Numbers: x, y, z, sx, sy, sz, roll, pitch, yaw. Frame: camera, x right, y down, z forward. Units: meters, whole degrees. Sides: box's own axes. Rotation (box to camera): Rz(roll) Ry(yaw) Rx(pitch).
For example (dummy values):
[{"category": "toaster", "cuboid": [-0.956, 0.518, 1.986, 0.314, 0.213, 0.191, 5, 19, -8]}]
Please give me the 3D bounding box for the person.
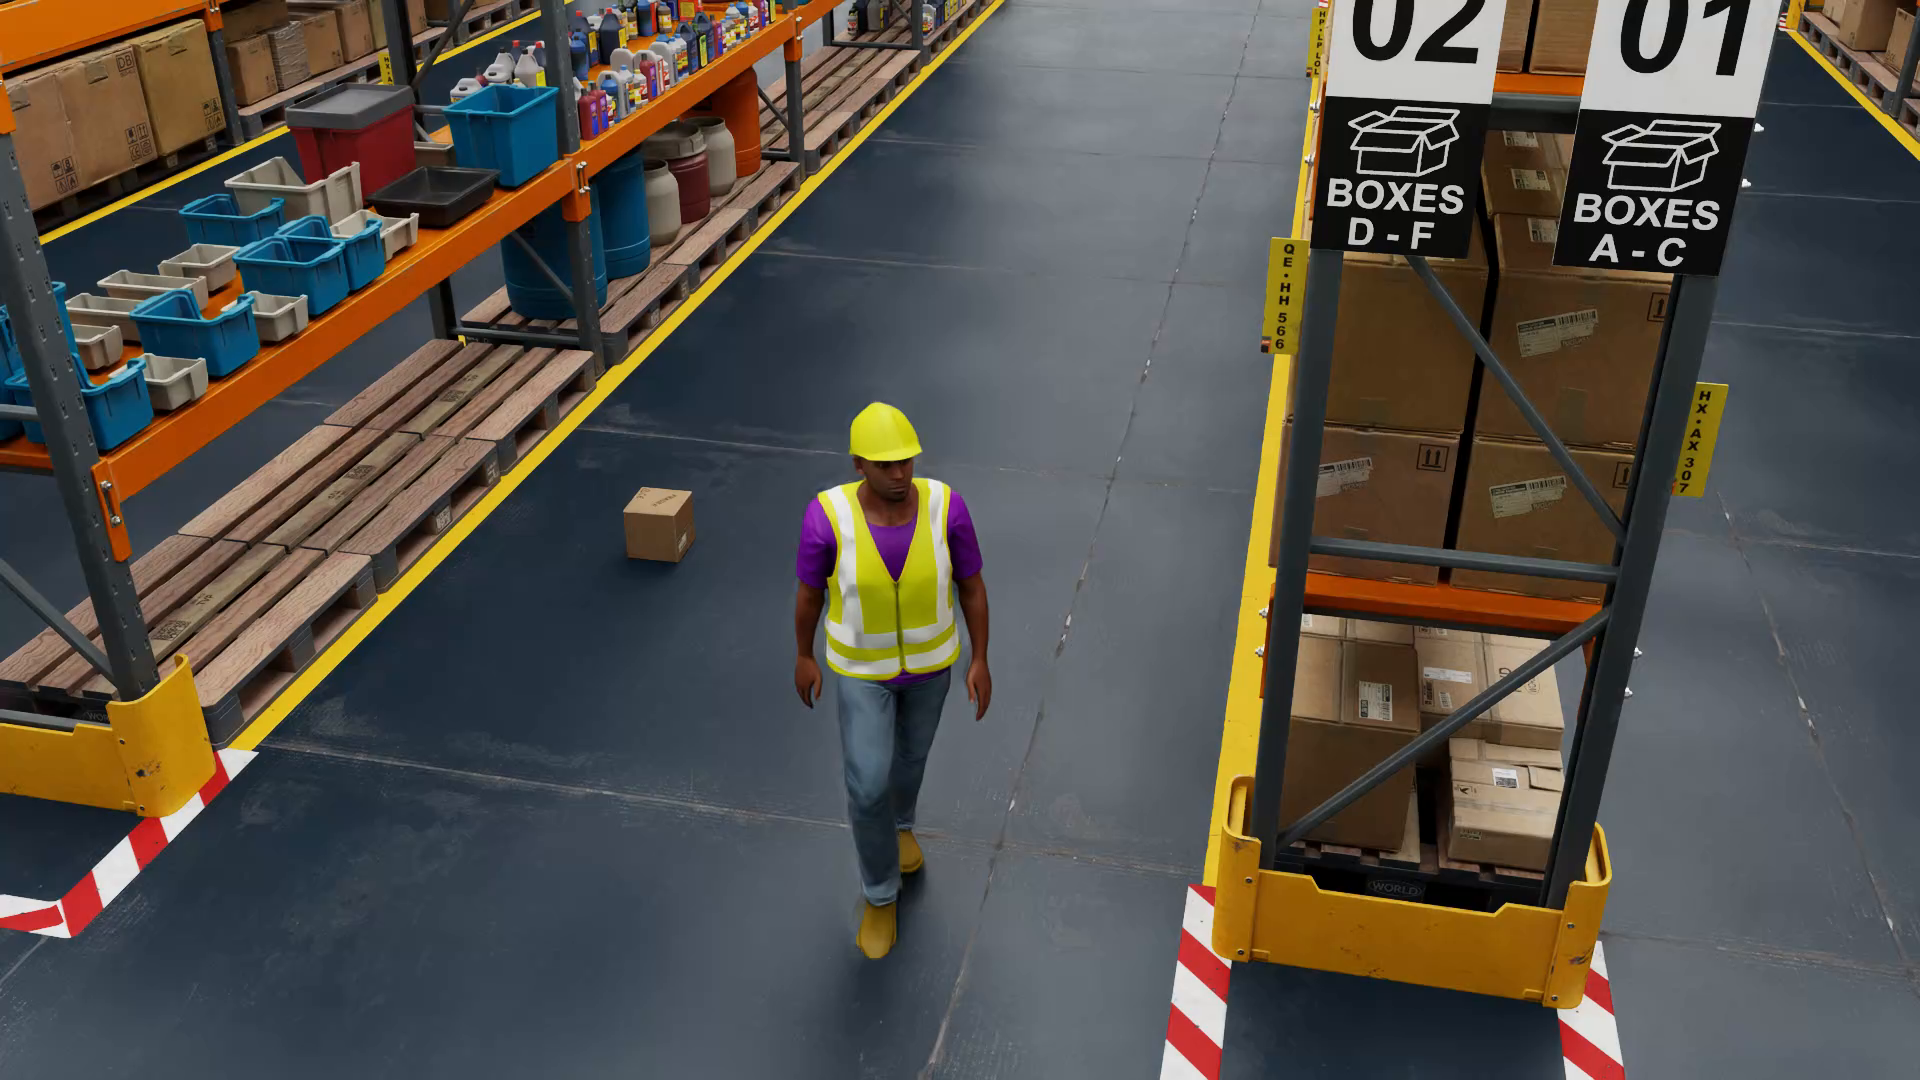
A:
[{"category": "person", "cuboid": [-0.202, 0.436, 5.319, 0.609, 1.818, 0.646, -8, 30, -14]}]
